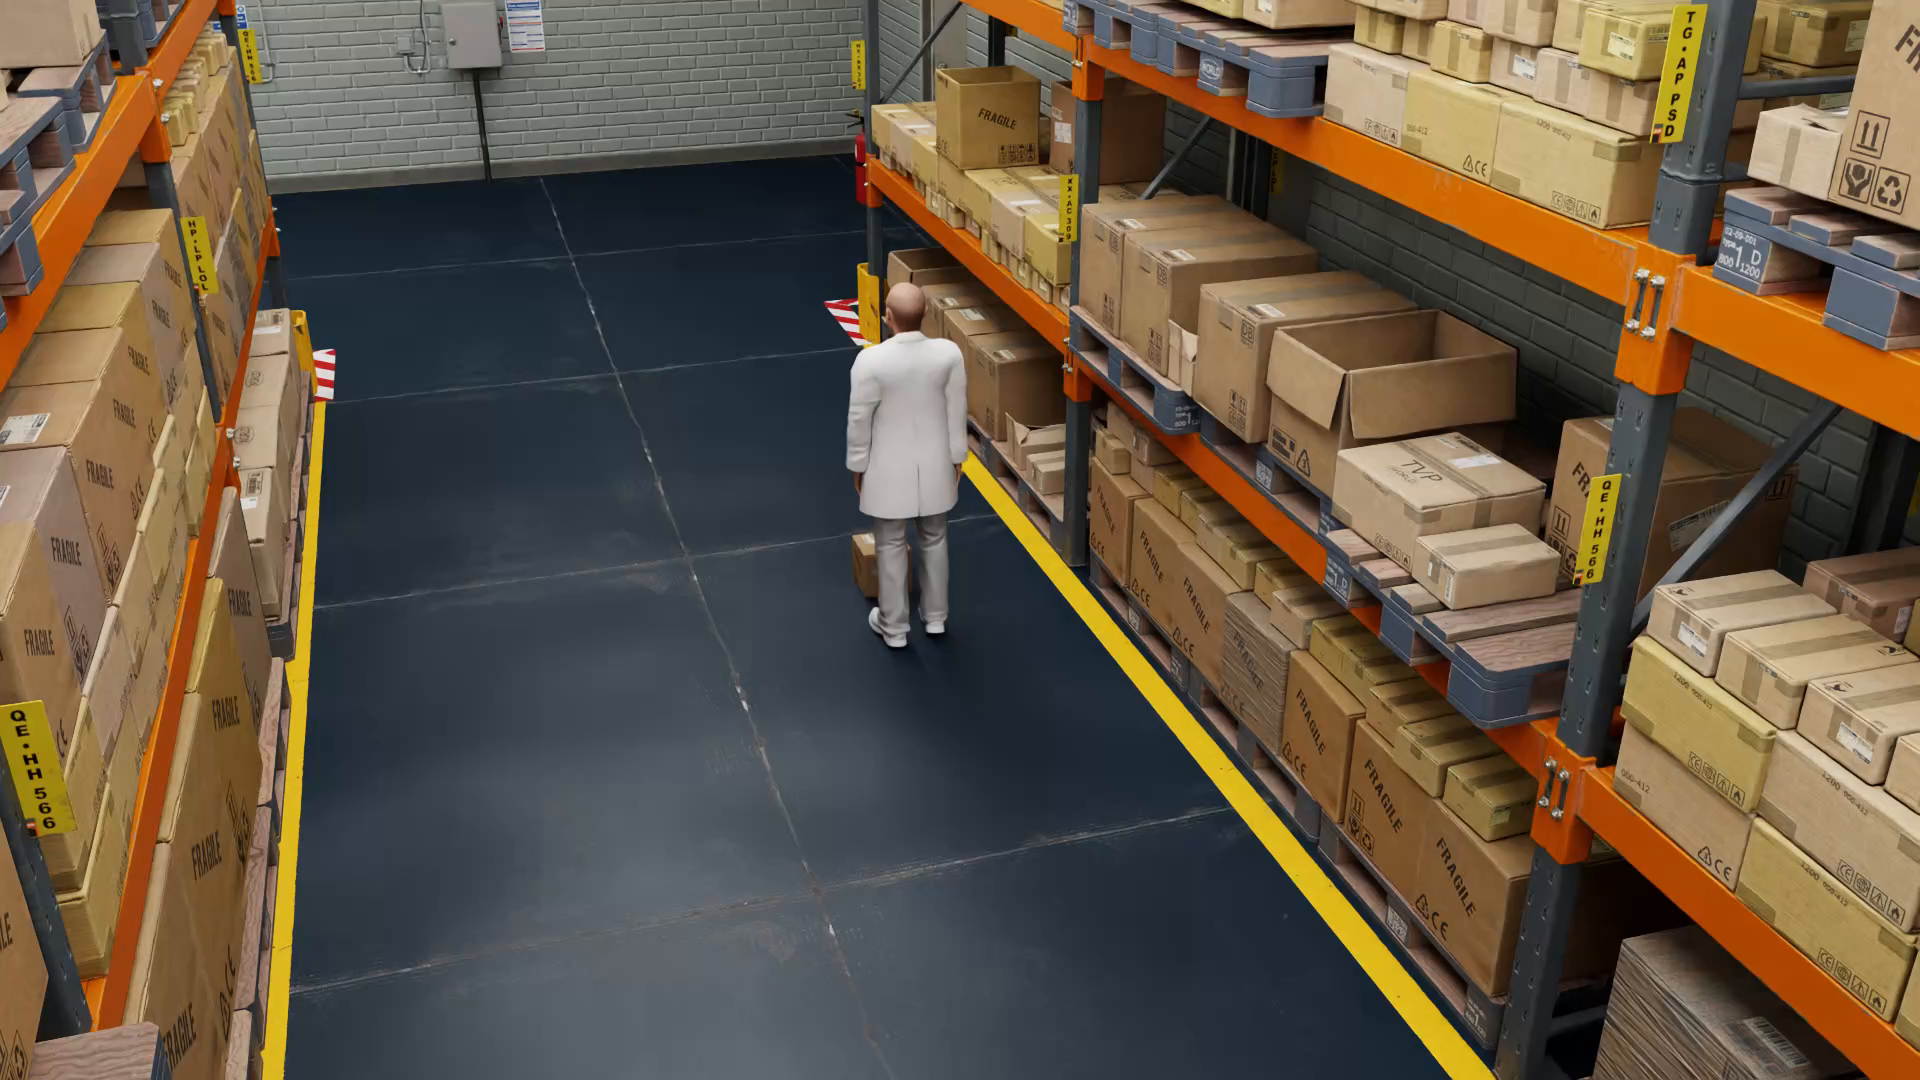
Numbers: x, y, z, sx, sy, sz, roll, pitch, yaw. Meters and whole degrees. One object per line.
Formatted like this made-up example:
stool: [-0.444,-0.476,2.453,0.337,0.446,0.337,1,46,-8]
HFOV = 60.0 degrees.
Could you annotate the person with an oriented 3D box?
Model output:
person: [-0.259,-0.355,7.868,0.582,1.812,0.426,-8,27,-16]
